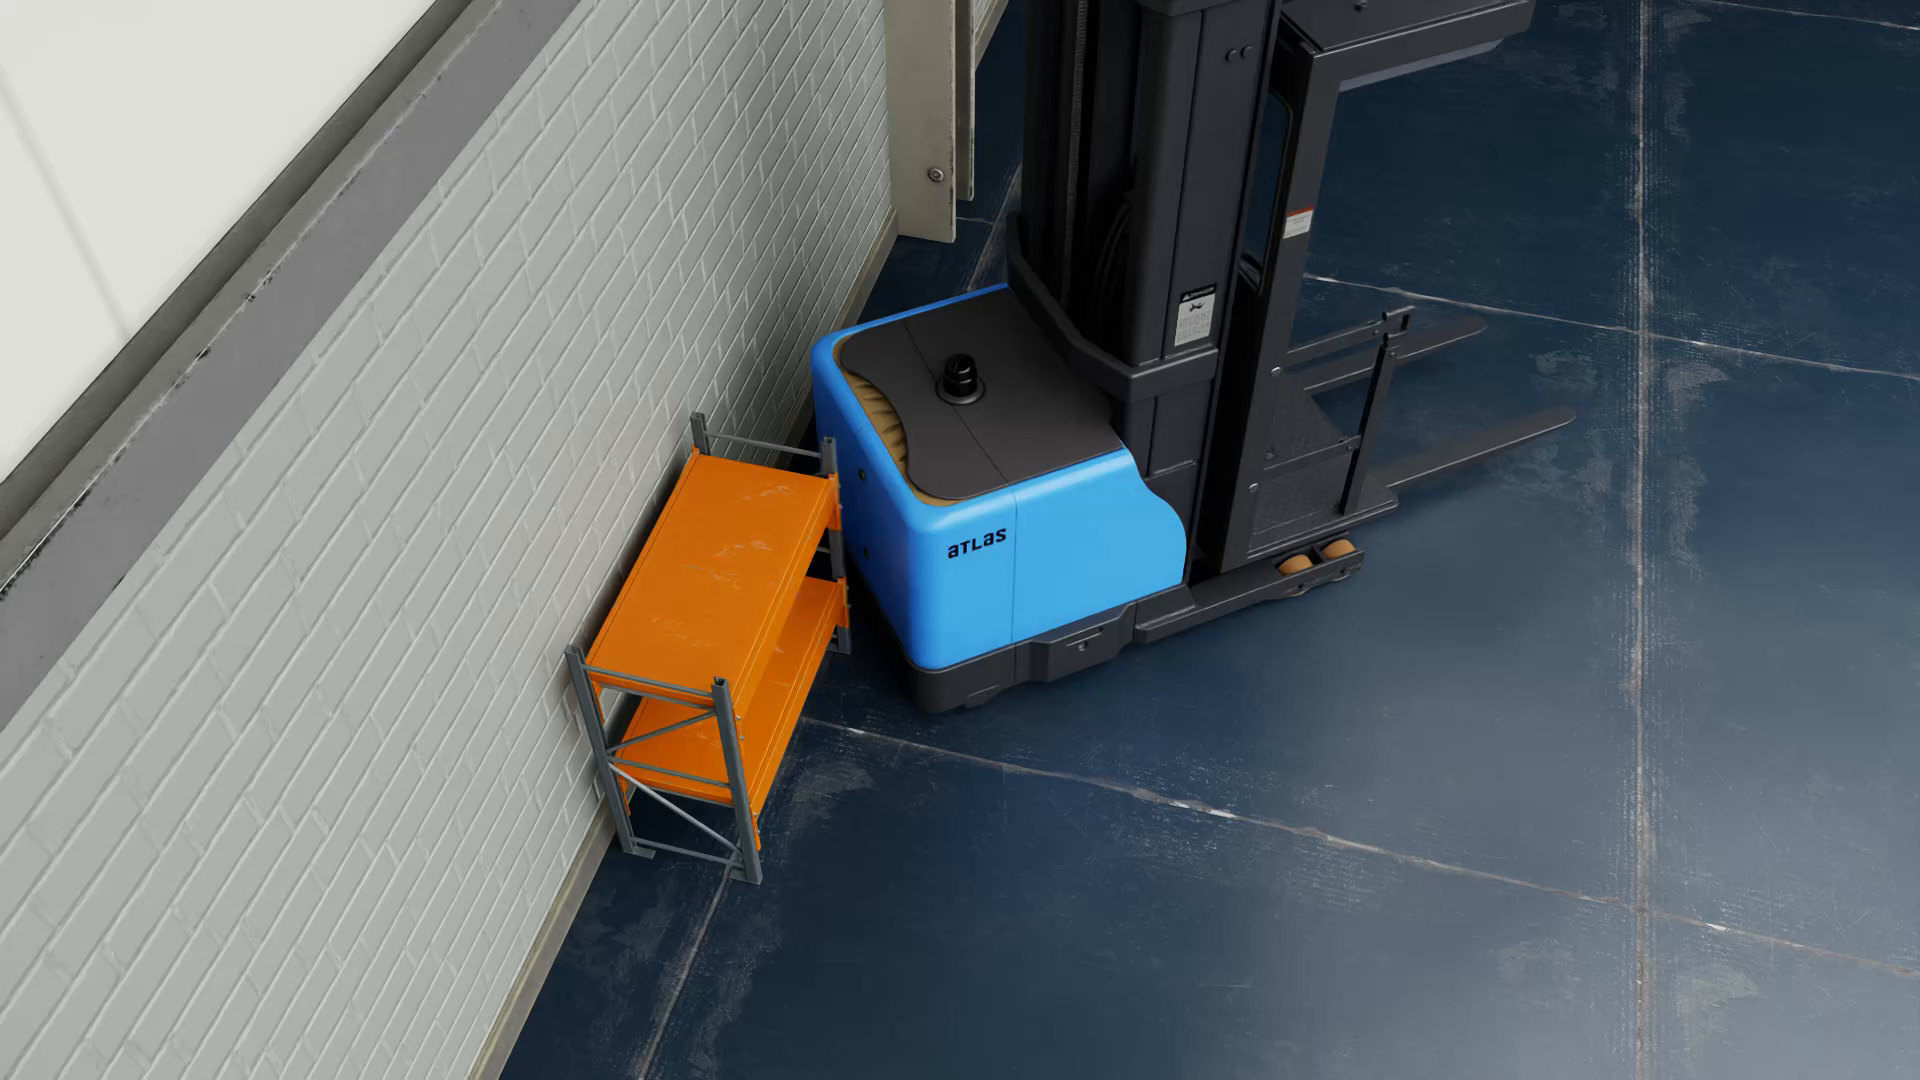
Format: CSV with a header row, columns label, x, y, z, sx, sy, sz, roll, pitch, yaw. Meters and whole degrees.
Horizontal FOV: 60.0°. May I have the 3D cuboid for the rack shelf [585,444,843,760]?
label,x,y,z,sx,sy,sz,roll,pitch,yaw
rack shelf,-0.785,0.176,5.373,0.538,0.278,1.000,11,50,10

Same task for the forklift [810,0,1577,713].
label,x,y,z,sx,sy,sz,roll,pitch,yaw
forklift,1.019,-1.095,5.680,3.031,2.935,1.130,-19,51,-16

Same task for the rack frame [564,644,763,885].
label,x,y,z,sx,sy,sz,roll,pitch,yaw
rack frame,-0.917,0.738,5.267,0.500,1.125,0.032,11,50,10

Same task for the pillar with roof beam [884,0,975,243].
label,x,y,z,sx,sy,sz,roll,pitch,yaw
pillar with roof beam,4.022,-3.713,3.944,9.100,9.000,0.400,12,50,10

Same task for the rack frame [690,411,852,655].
label,x,y,z,sx,sy,sz,roll,pitch,yaw
rack frame,-0.654,0.002,5.917,0.500,1.125,0.032,11,50,10

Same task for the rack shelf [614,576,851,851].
label,x,y,z,sx,sy,sz,roll,pitch,yaw
rack shelf,-0.785,0.532,5.775,0.538,0.278,1.000,11,50,10

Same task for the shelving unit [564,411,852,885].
label,x,y,z,sx,sy,sz,roll,pitch,yaw
shelving unit,-0.785,0.370,5.592,0.538,1.125,1.048,11,50,10
